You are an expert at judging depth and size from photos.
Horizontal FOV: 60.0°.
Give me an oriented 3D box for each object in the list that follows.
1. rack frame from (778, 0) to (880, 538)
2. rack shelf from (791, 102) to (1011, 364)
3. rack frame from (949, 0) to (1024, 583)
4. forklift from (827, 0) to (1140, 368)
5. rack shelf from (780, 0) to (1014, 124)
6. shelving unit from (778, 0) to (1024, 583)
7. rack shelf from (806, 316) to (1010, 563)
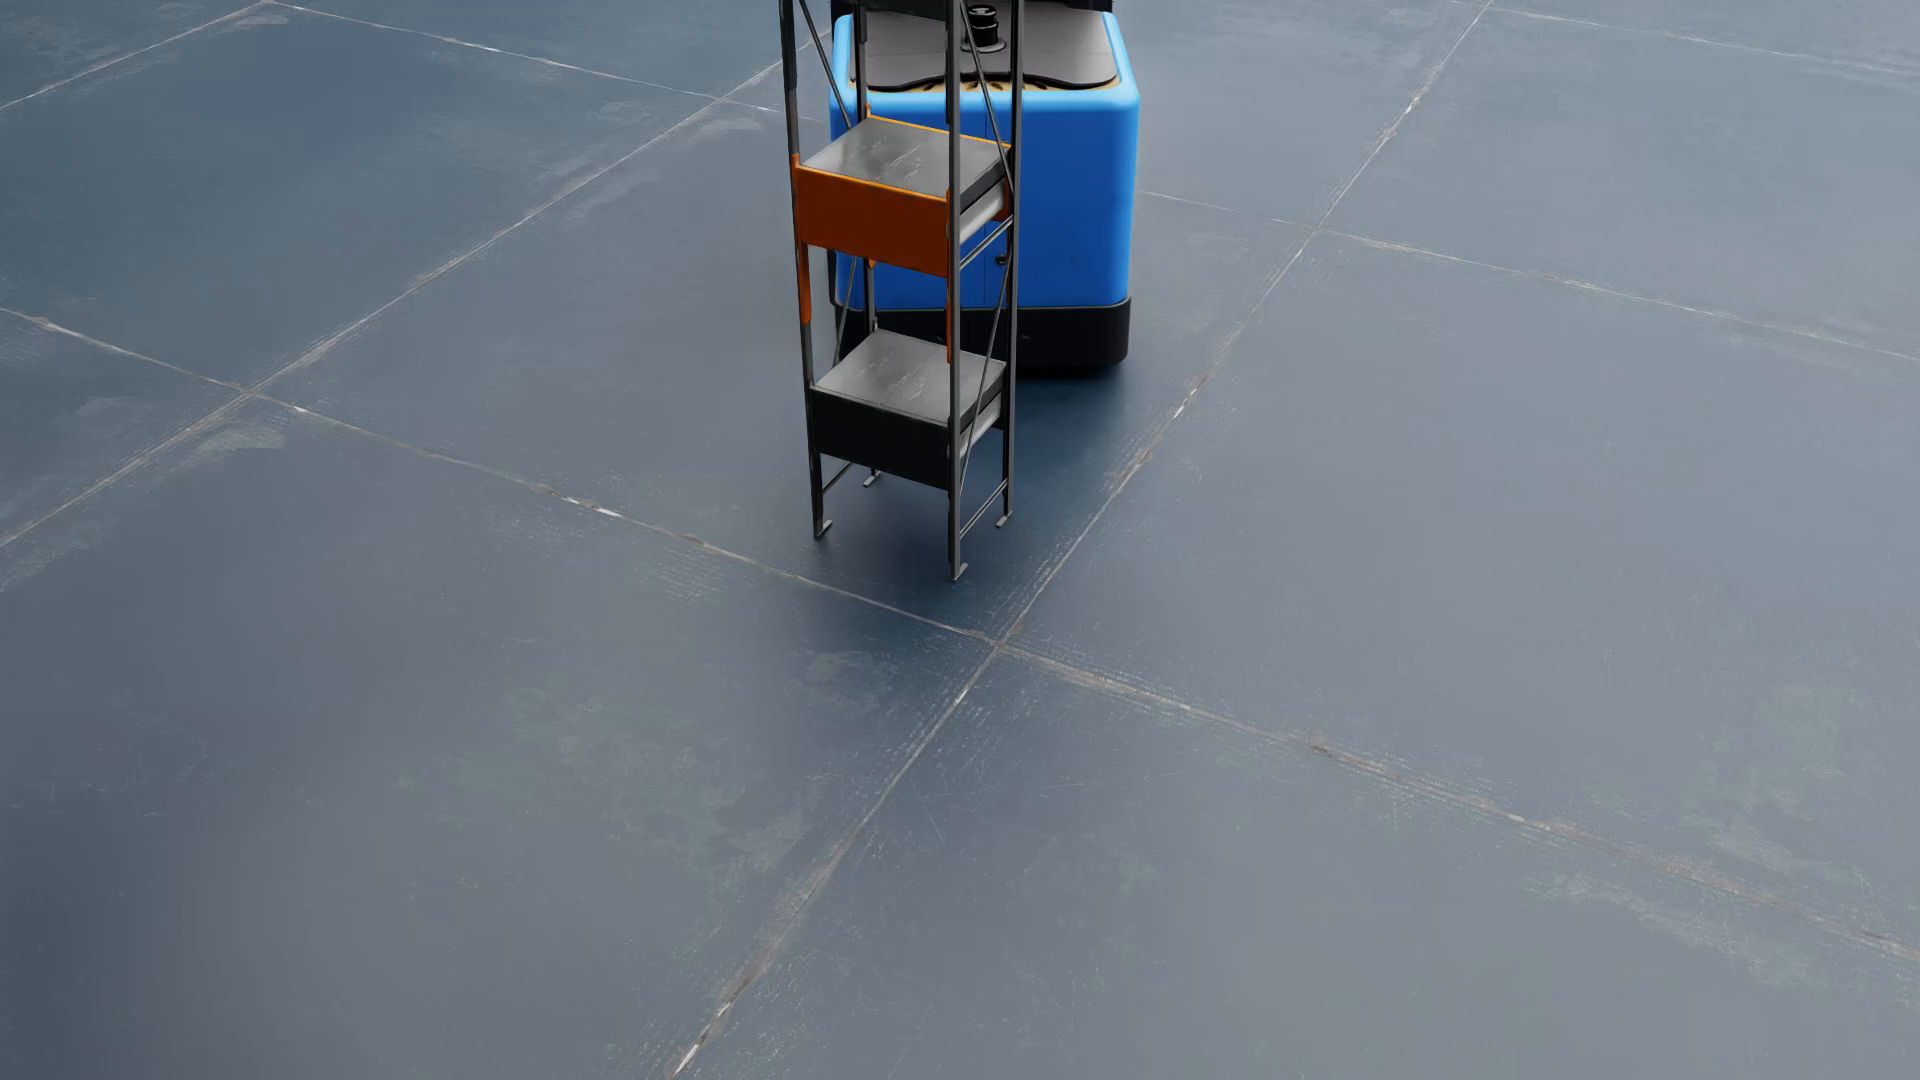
[{"bbox_3d":[-0.364,-0.950,4.765,0.015,2.100,0.400,17,41,21],"label":"rack frame"},{"bbox_3d":[-0.147,-0.872,4.684,0.480,0.518,0.431,17,41,21],"label":"rack shelf"},{"bbox_3d":[0.070,-0.815,4.586,0.015,2.100,0.400,17,41,21],"label":"rack frame"},{"bbox_3d":[0.035,-2.637,6.300,1.130,2.935,3.031,-1,37,-2],"label":"forklift"},{"bbox_3d":[-0.147,-1.429,4.261,0.480,0.518,0.431,17,41,21],"label":"rack shelf"},{"bbox_3d":[-0.147,-0.882,4.676,0.503,2.100,0.431,17,41,21],"label":"shelving unit"},{"bbox_3d":[-0.147,-0.314,5.107,0.480,0.518,0.431,17,41,21],"label":"rack shelf"}]
